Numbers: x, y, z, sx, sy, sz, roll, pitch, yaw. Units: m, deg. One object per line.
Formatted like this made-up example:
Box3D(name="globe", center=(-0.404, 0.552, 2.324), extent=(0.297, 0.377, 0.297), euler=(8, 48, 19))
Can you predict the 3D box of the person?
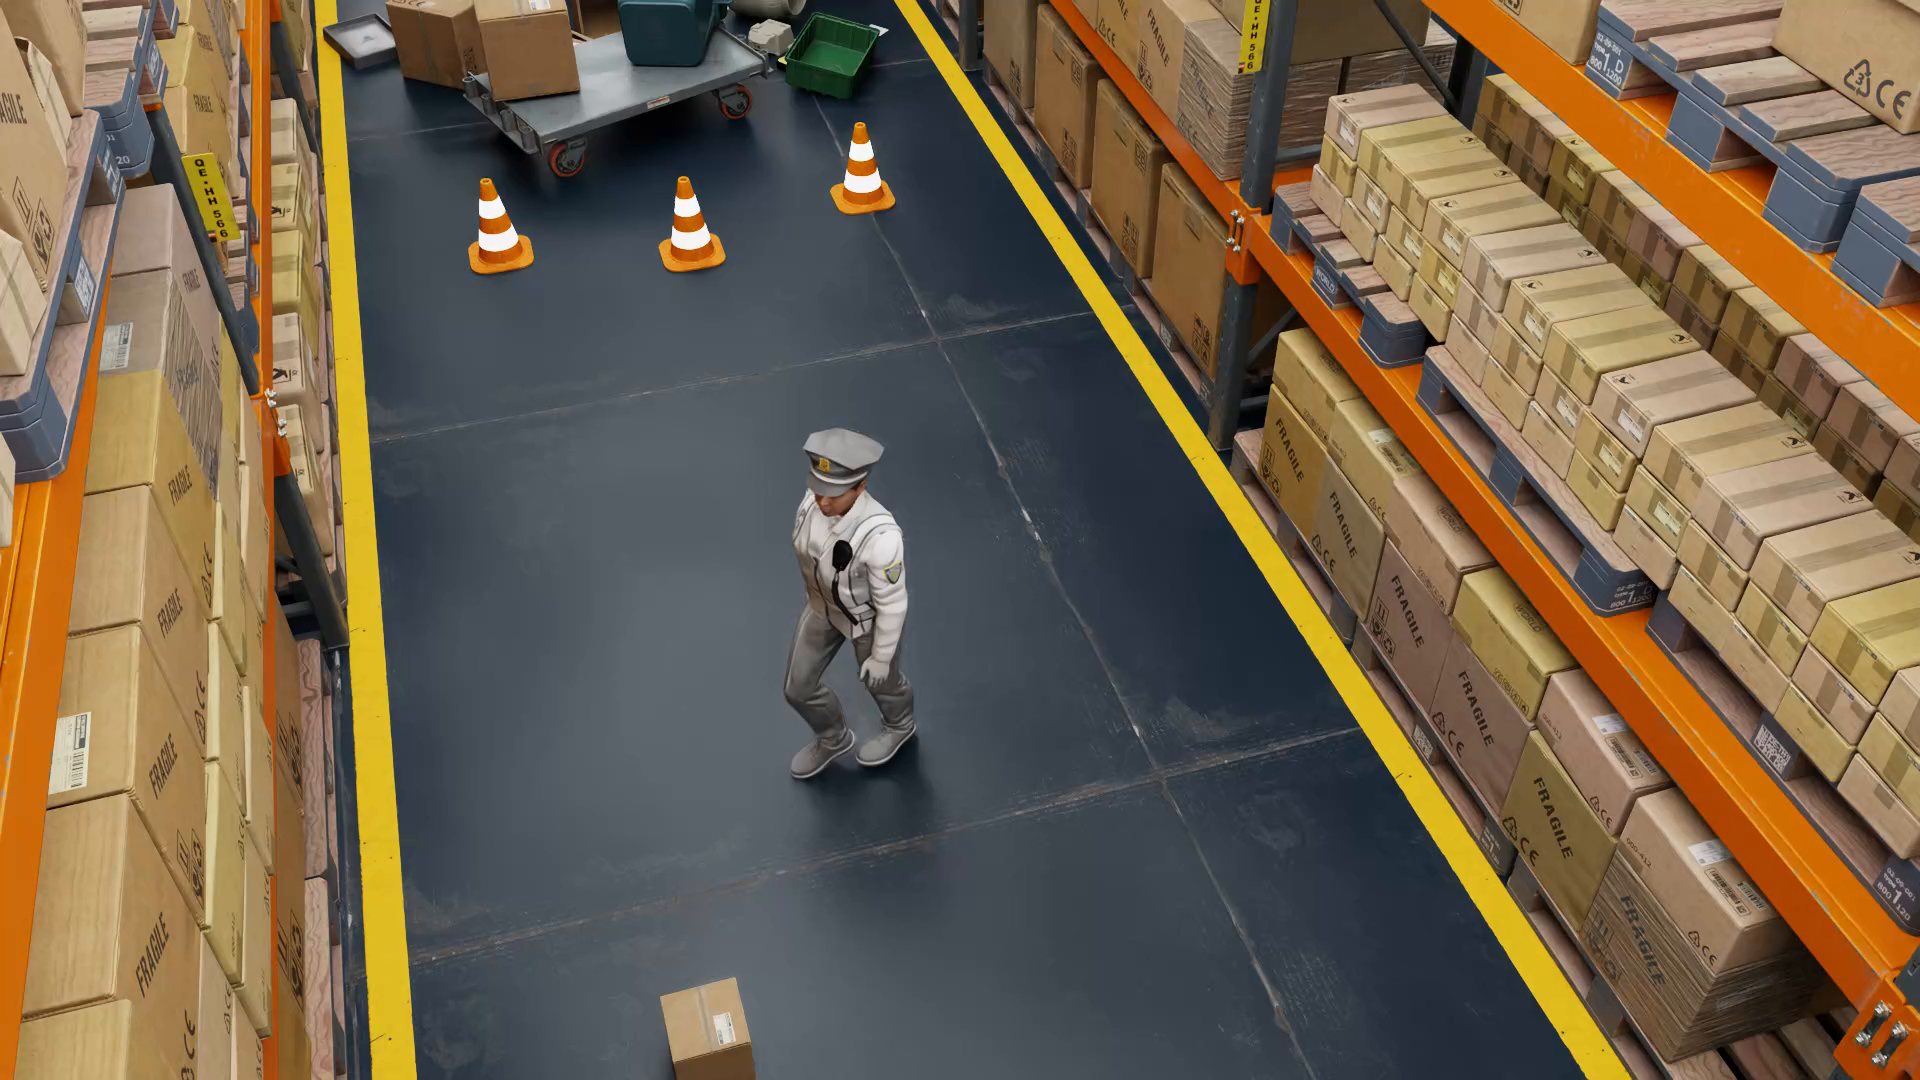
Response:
Box3D(name="person", center=(-0.348, 0.267, 5.847), extent=(0.509, 1.690, 0.515), euler=(32, 51, 30))
